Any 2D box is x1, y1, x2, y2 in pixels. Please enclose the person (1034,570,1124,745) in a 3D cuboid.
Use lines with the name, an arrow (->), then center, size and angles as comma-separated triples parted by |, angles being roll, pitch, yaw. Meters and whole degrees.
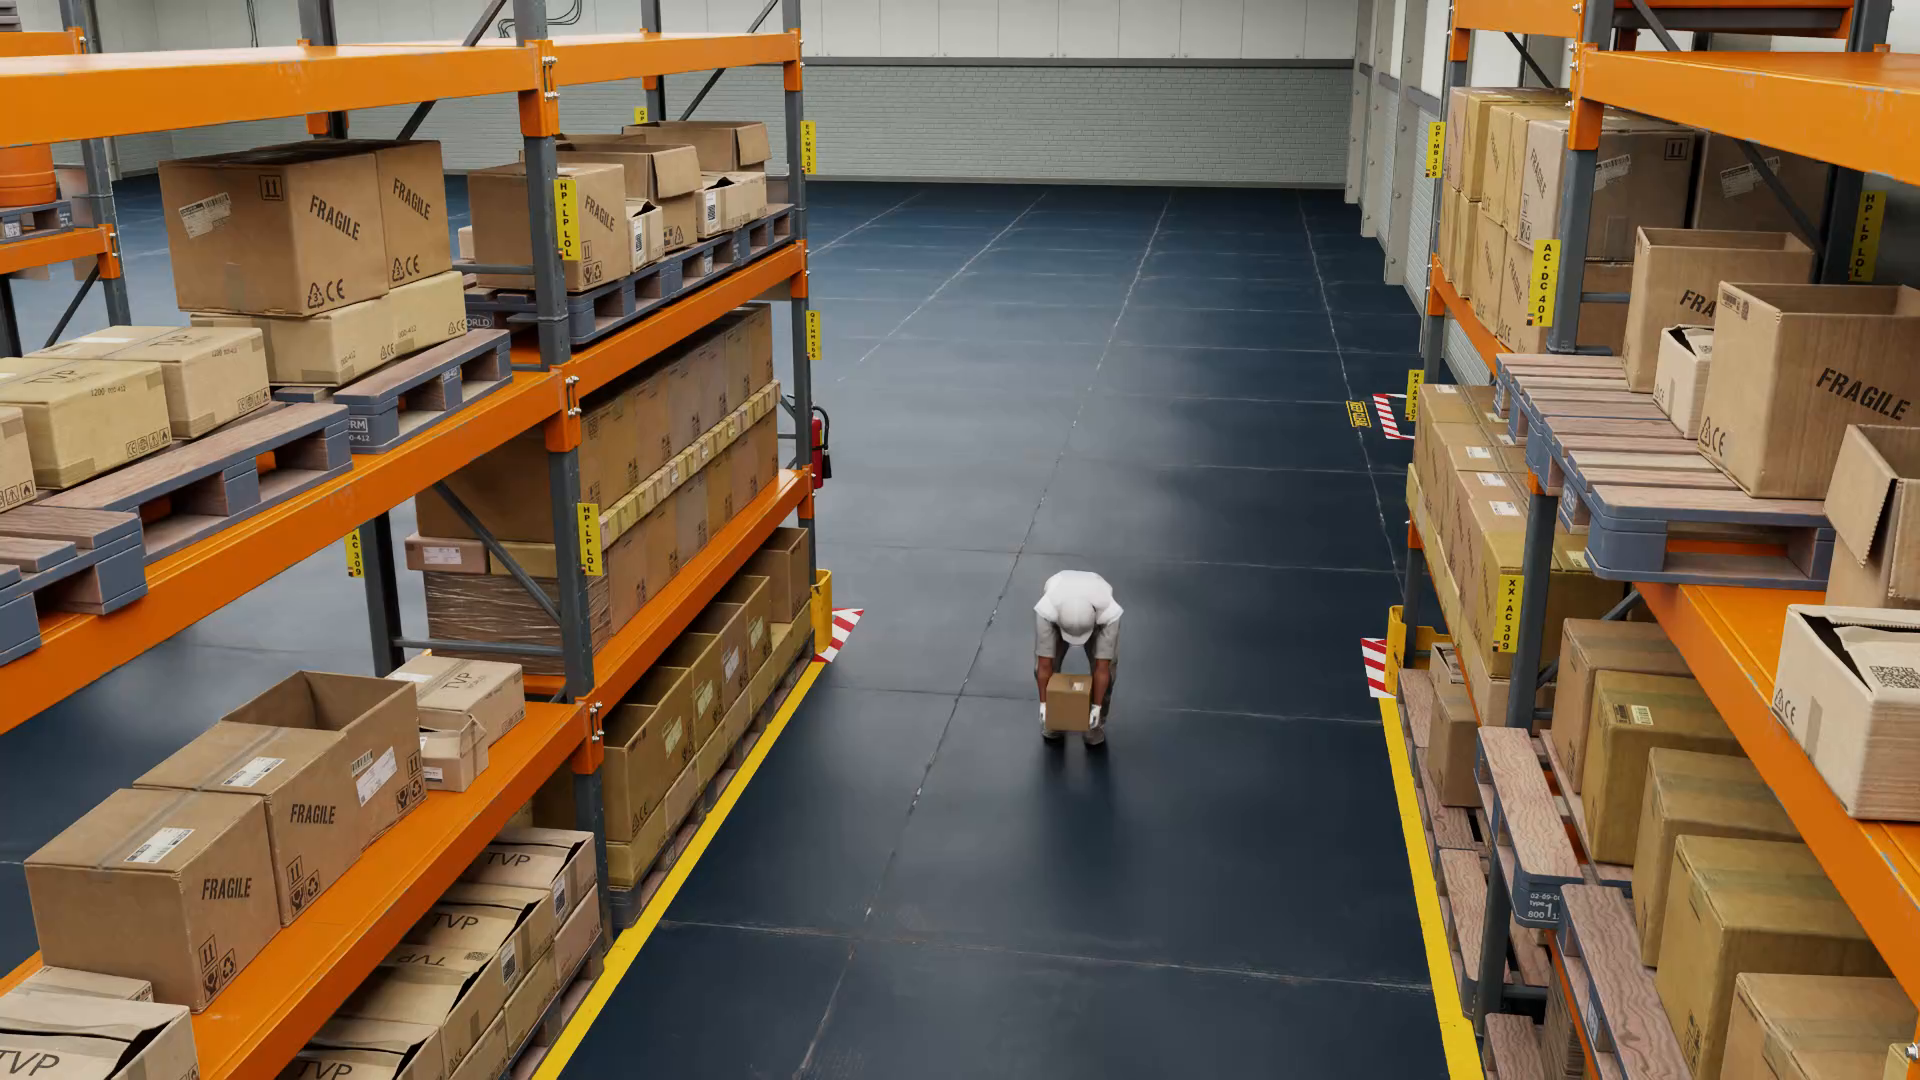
person -> 0.699, 0.727, 9.891 | 0.531, 1.083, 0.977 | 2, 18, 6
